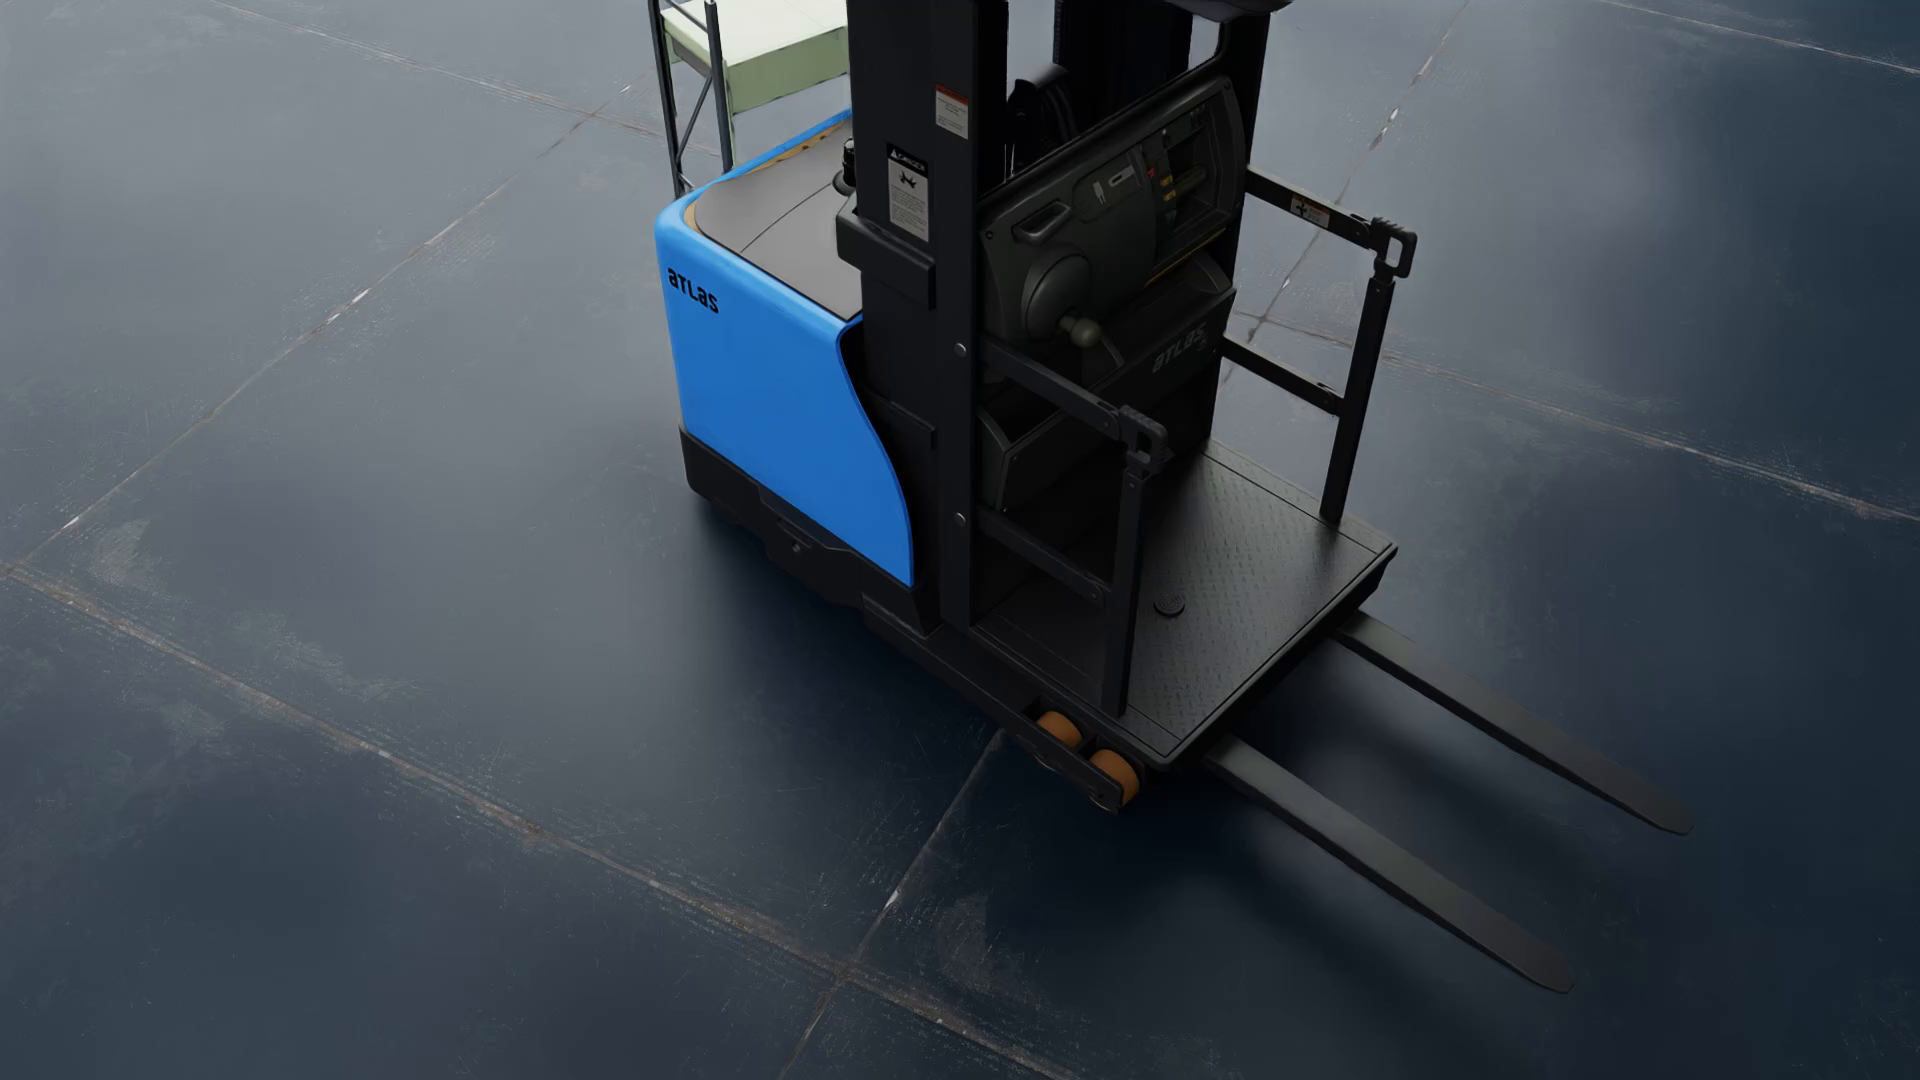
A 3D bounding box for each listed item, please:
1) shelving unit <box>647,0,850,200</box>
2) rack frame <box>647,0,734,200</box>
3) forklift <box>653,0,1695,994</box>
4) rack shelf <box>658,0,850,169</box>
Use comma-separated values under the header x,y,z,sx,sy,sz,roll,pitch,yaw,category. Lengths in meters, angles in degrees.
x,y,z,sx,sy,sz,roll,pitch,yaw,category
-0.508,-1.229,5.410,0.755,1.500,0.431,-28,51,-25,shelving unit
-0.802,-1.074,5.257,0.023,1.500,0.400,-28,51,-25,rack frame
0.541,-0.721,3.902,3.031,2.935,1.130,34,54,29,forklift
-0.508,-1.503,5.132,0.720,0.370,0.431,-28,51,-25,rack shelf
